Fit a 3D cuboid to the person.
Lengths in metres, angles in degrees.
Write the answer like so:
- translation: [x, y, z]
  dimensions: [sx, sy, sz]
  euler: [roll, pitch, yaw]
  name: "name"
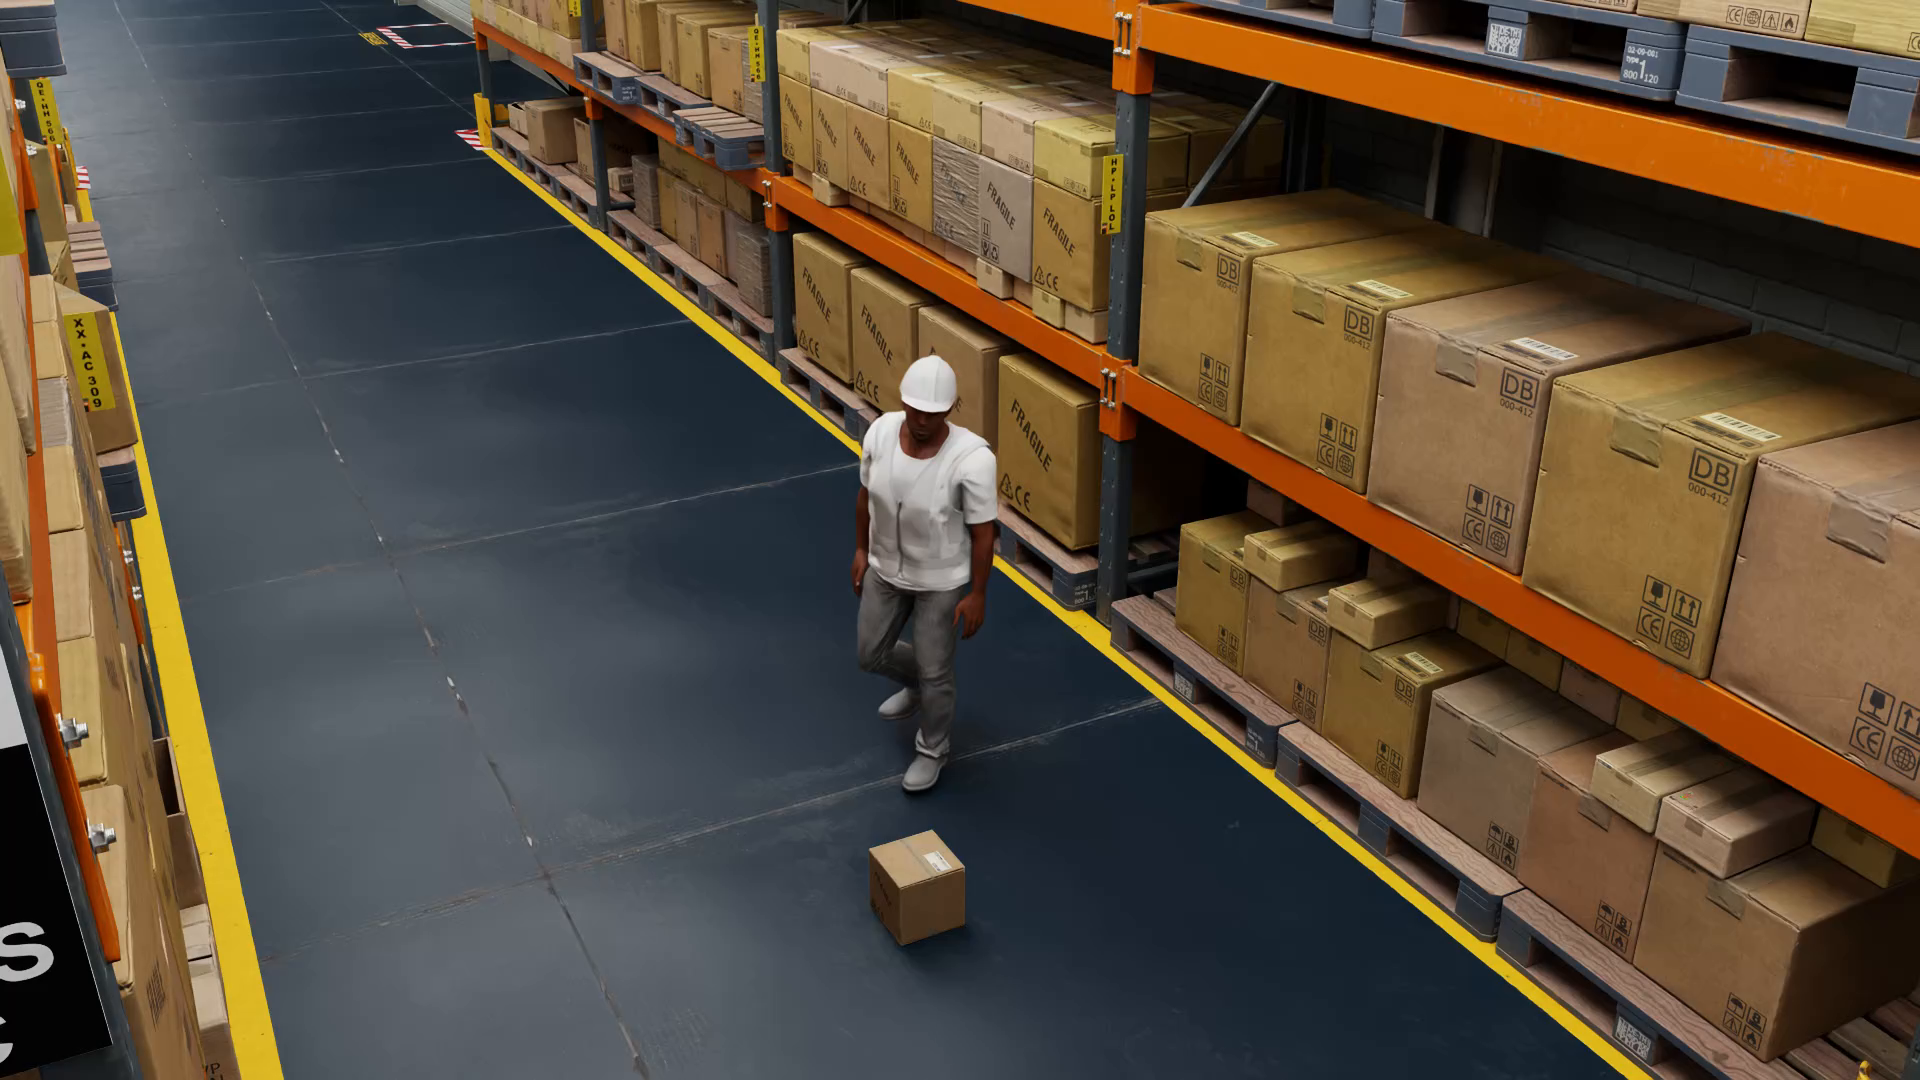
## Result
- translation: [-0.114, 0.099, 6.351]
  dimensions: [0.613, 1.766, 0.553]
  euler: [14, 29, 27]
  name: "person"
